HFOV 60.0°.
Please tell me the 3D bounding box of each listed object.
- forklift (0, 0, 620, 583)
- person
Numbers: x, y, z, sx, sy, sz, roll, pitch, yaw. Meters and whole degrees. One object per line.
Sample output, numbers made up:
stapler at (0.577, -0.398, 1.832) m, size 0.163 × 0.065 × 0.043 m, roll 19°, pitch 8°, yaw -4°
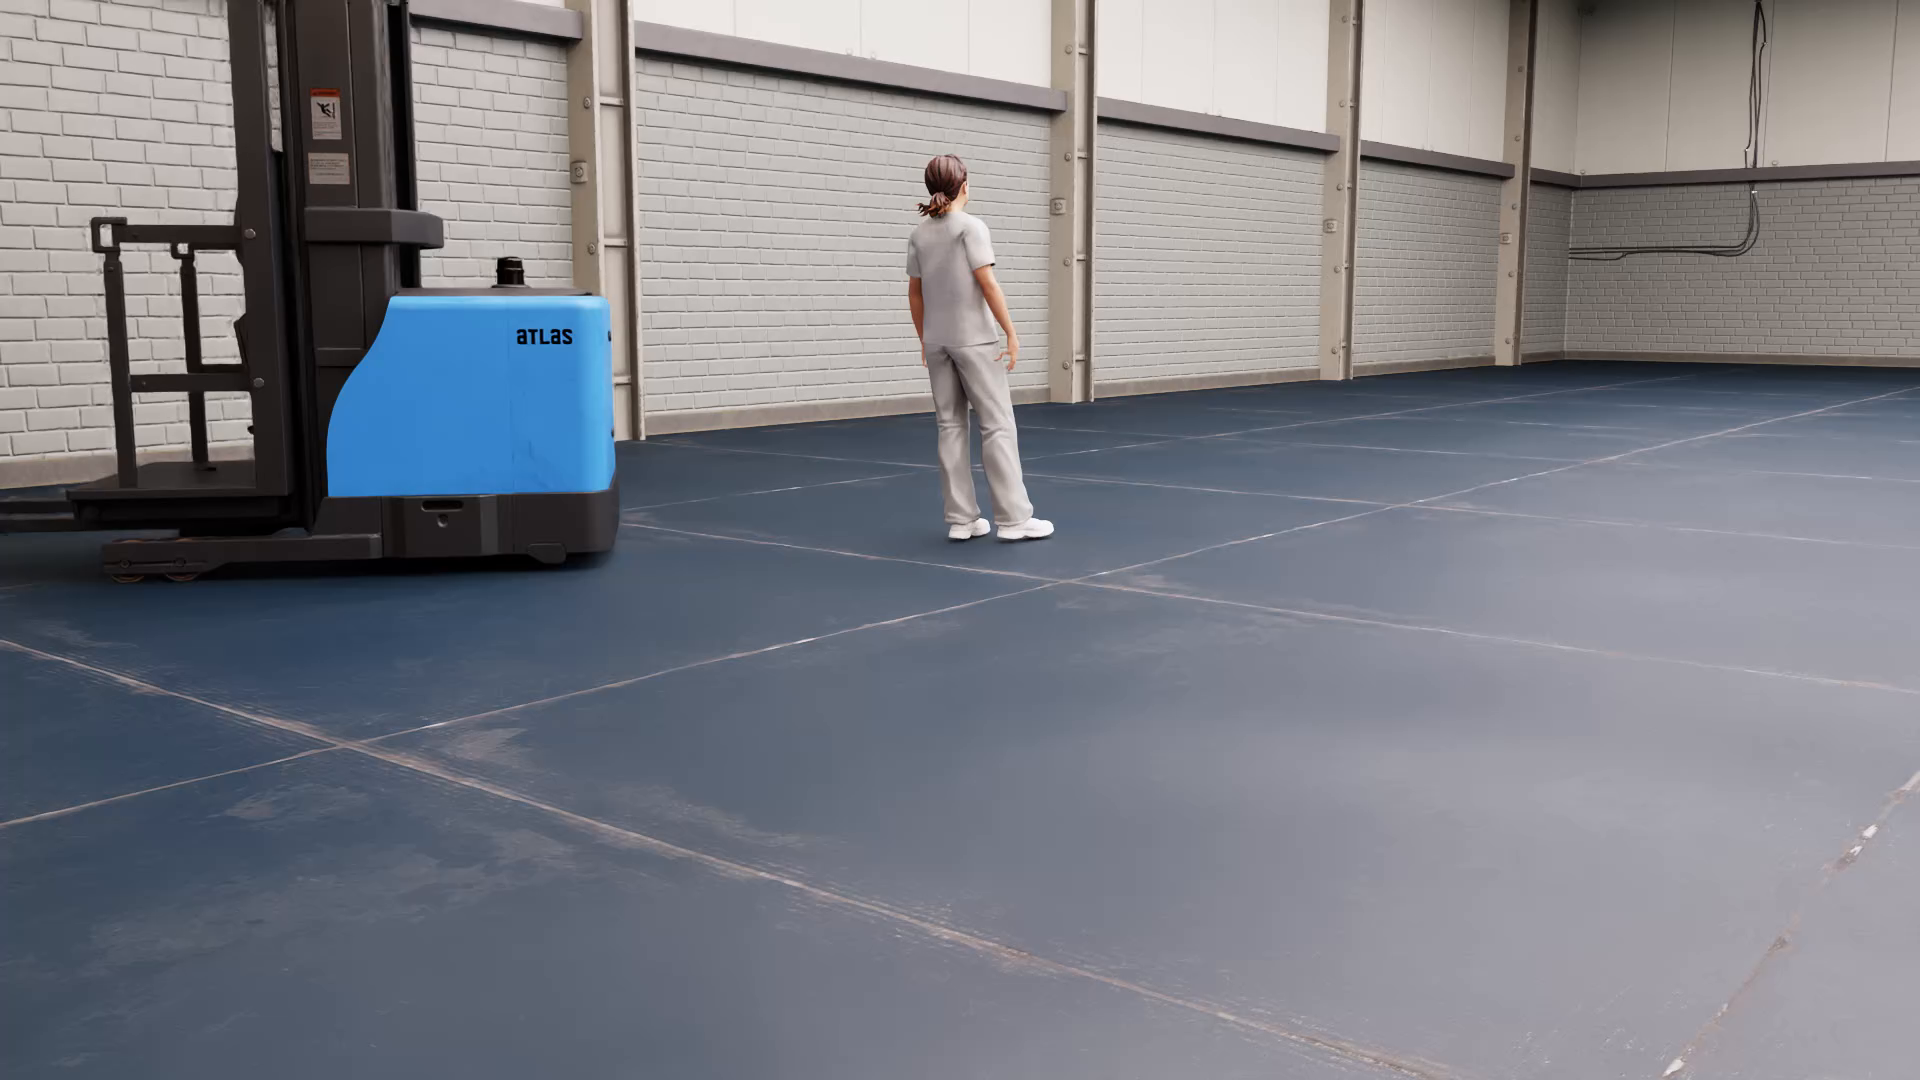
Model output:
forklift at (-2.959, -1.369, 6.639) m, size 3.031 × 2.935 × 1.130 m, roll -1°, pitch 8°, yaw -10°
person at (0.056, -0.843, 7.331) m, size 0.550 × 1.675 × 0.549 m, roll 7°, pitch 11°, yaw 38°
